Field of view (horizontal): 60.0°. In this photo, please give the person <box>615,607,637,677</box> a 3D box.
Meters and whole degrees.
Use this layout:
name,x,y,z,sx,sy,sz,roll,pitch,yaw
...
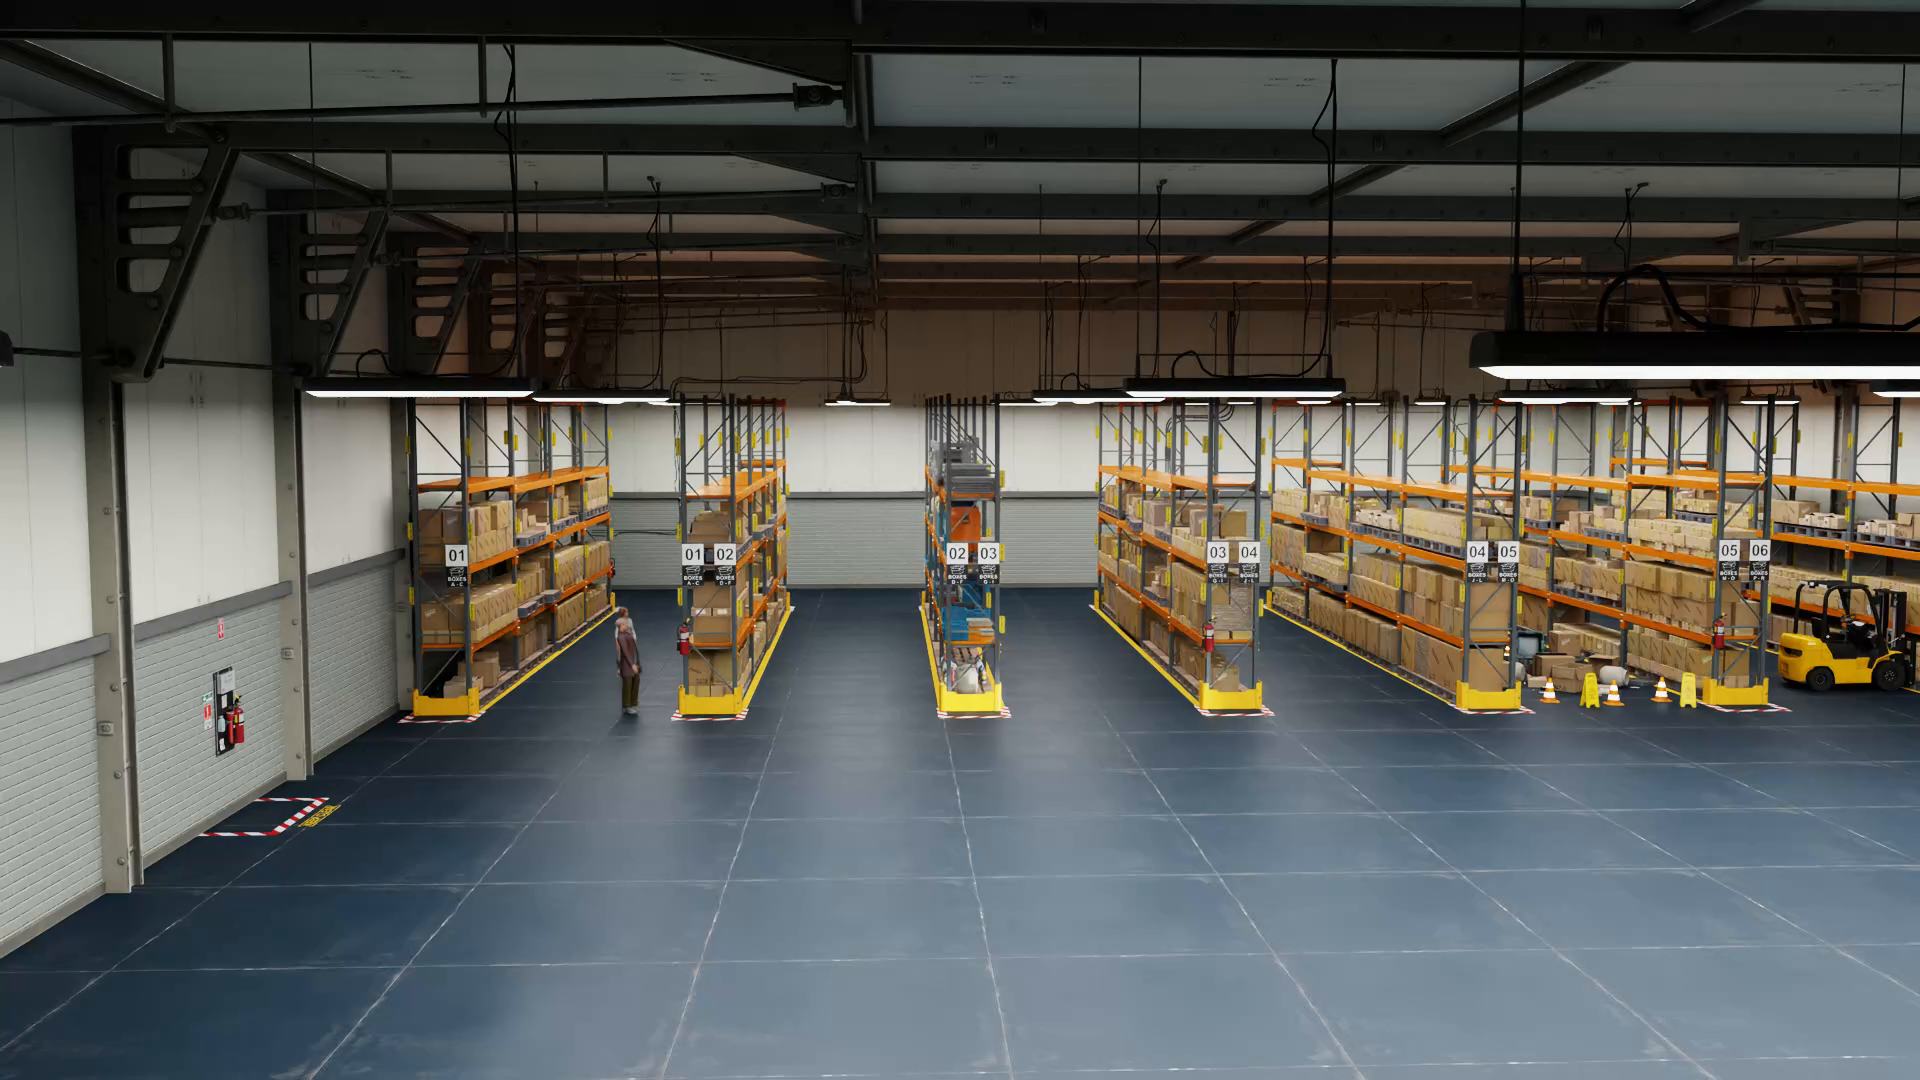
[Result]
name,x,y,z,sx,sy,sz,roll,pitch,yaw
person,-6.970,2.184,34.731,0.457,1.584,0.644,-1,5,-12

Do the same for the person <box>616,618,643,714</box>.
name,x,y,z,sx,sy,sz,roll,pitch,yaw
person,-6.219,2.385,31.350,0.574,1.827,0.663,1,5,16
